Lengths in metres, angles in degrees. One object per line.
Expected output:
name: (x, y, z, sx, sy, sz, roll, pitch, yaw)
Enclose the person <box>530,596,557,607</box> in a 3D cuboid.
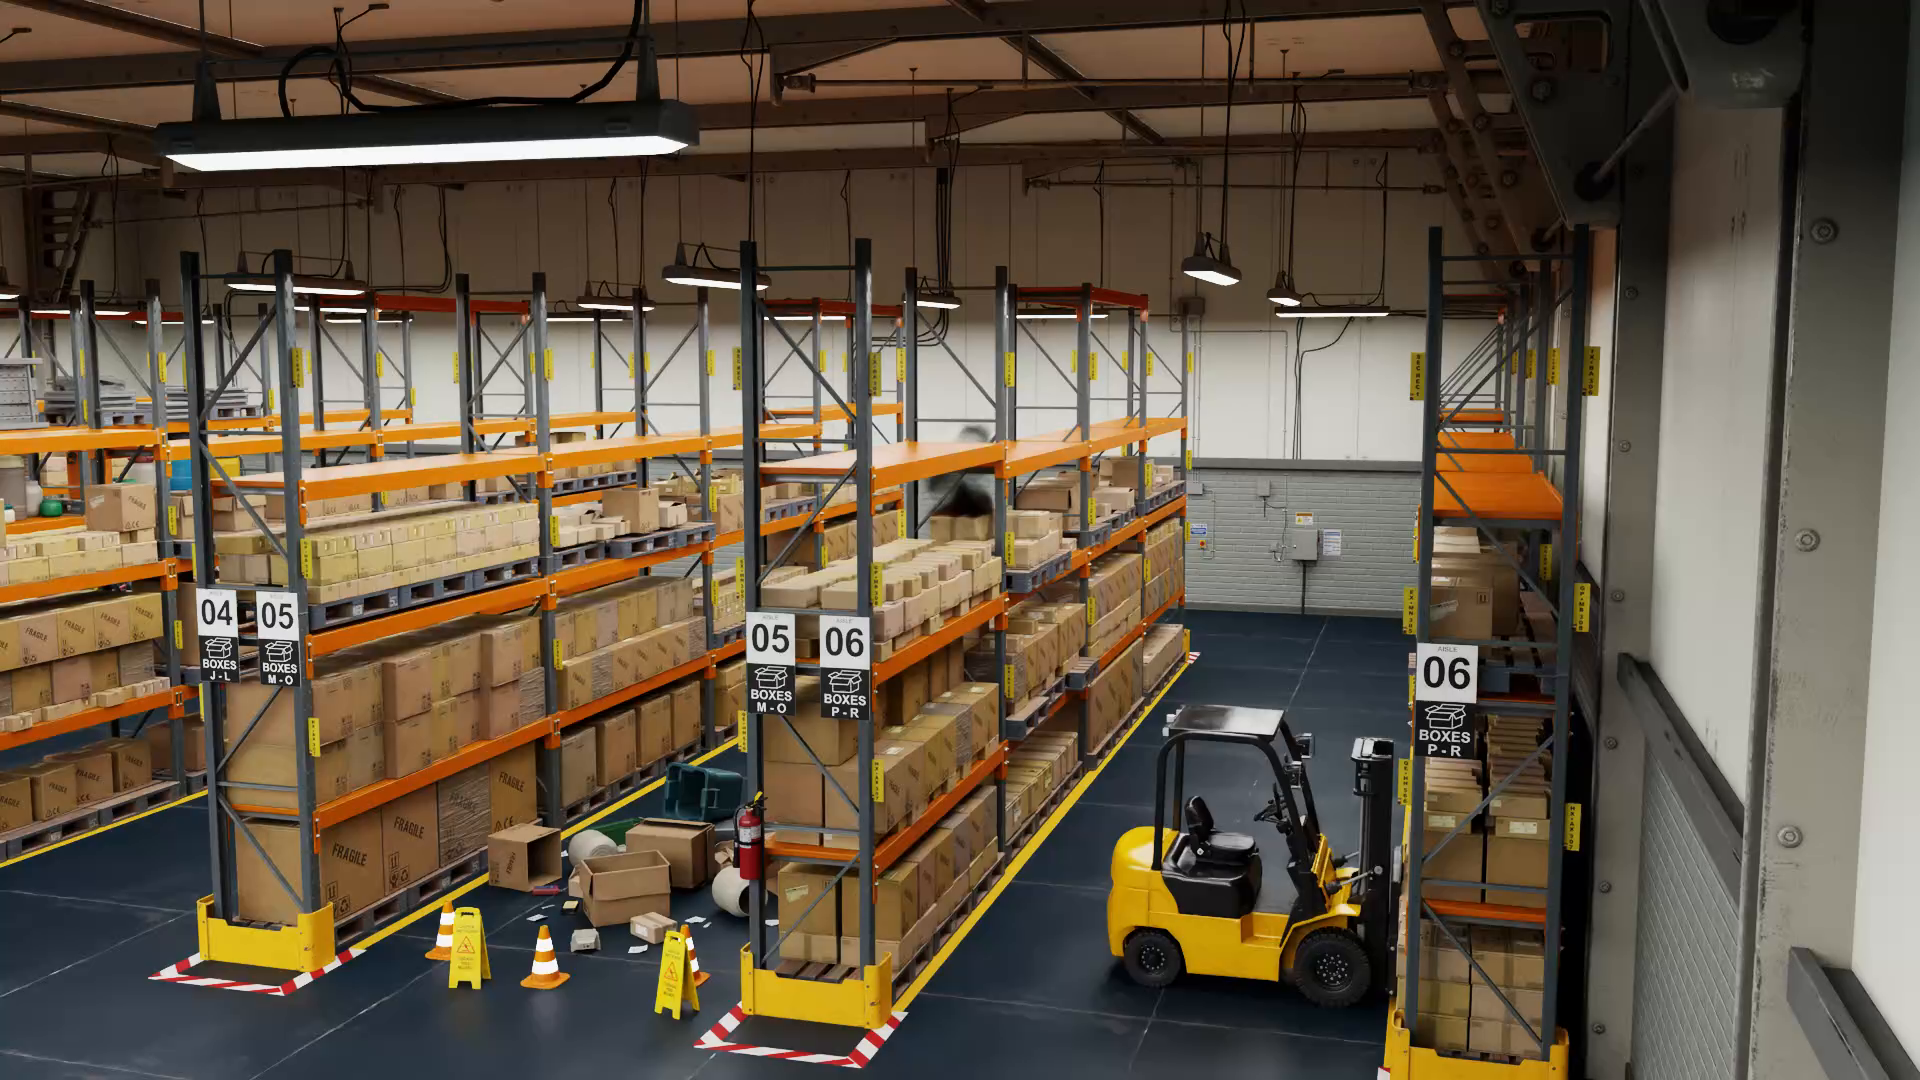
person: (-6.105, 1.509, 24.716, 0.646, 1.779, 0.957, 2, 7, 15)
